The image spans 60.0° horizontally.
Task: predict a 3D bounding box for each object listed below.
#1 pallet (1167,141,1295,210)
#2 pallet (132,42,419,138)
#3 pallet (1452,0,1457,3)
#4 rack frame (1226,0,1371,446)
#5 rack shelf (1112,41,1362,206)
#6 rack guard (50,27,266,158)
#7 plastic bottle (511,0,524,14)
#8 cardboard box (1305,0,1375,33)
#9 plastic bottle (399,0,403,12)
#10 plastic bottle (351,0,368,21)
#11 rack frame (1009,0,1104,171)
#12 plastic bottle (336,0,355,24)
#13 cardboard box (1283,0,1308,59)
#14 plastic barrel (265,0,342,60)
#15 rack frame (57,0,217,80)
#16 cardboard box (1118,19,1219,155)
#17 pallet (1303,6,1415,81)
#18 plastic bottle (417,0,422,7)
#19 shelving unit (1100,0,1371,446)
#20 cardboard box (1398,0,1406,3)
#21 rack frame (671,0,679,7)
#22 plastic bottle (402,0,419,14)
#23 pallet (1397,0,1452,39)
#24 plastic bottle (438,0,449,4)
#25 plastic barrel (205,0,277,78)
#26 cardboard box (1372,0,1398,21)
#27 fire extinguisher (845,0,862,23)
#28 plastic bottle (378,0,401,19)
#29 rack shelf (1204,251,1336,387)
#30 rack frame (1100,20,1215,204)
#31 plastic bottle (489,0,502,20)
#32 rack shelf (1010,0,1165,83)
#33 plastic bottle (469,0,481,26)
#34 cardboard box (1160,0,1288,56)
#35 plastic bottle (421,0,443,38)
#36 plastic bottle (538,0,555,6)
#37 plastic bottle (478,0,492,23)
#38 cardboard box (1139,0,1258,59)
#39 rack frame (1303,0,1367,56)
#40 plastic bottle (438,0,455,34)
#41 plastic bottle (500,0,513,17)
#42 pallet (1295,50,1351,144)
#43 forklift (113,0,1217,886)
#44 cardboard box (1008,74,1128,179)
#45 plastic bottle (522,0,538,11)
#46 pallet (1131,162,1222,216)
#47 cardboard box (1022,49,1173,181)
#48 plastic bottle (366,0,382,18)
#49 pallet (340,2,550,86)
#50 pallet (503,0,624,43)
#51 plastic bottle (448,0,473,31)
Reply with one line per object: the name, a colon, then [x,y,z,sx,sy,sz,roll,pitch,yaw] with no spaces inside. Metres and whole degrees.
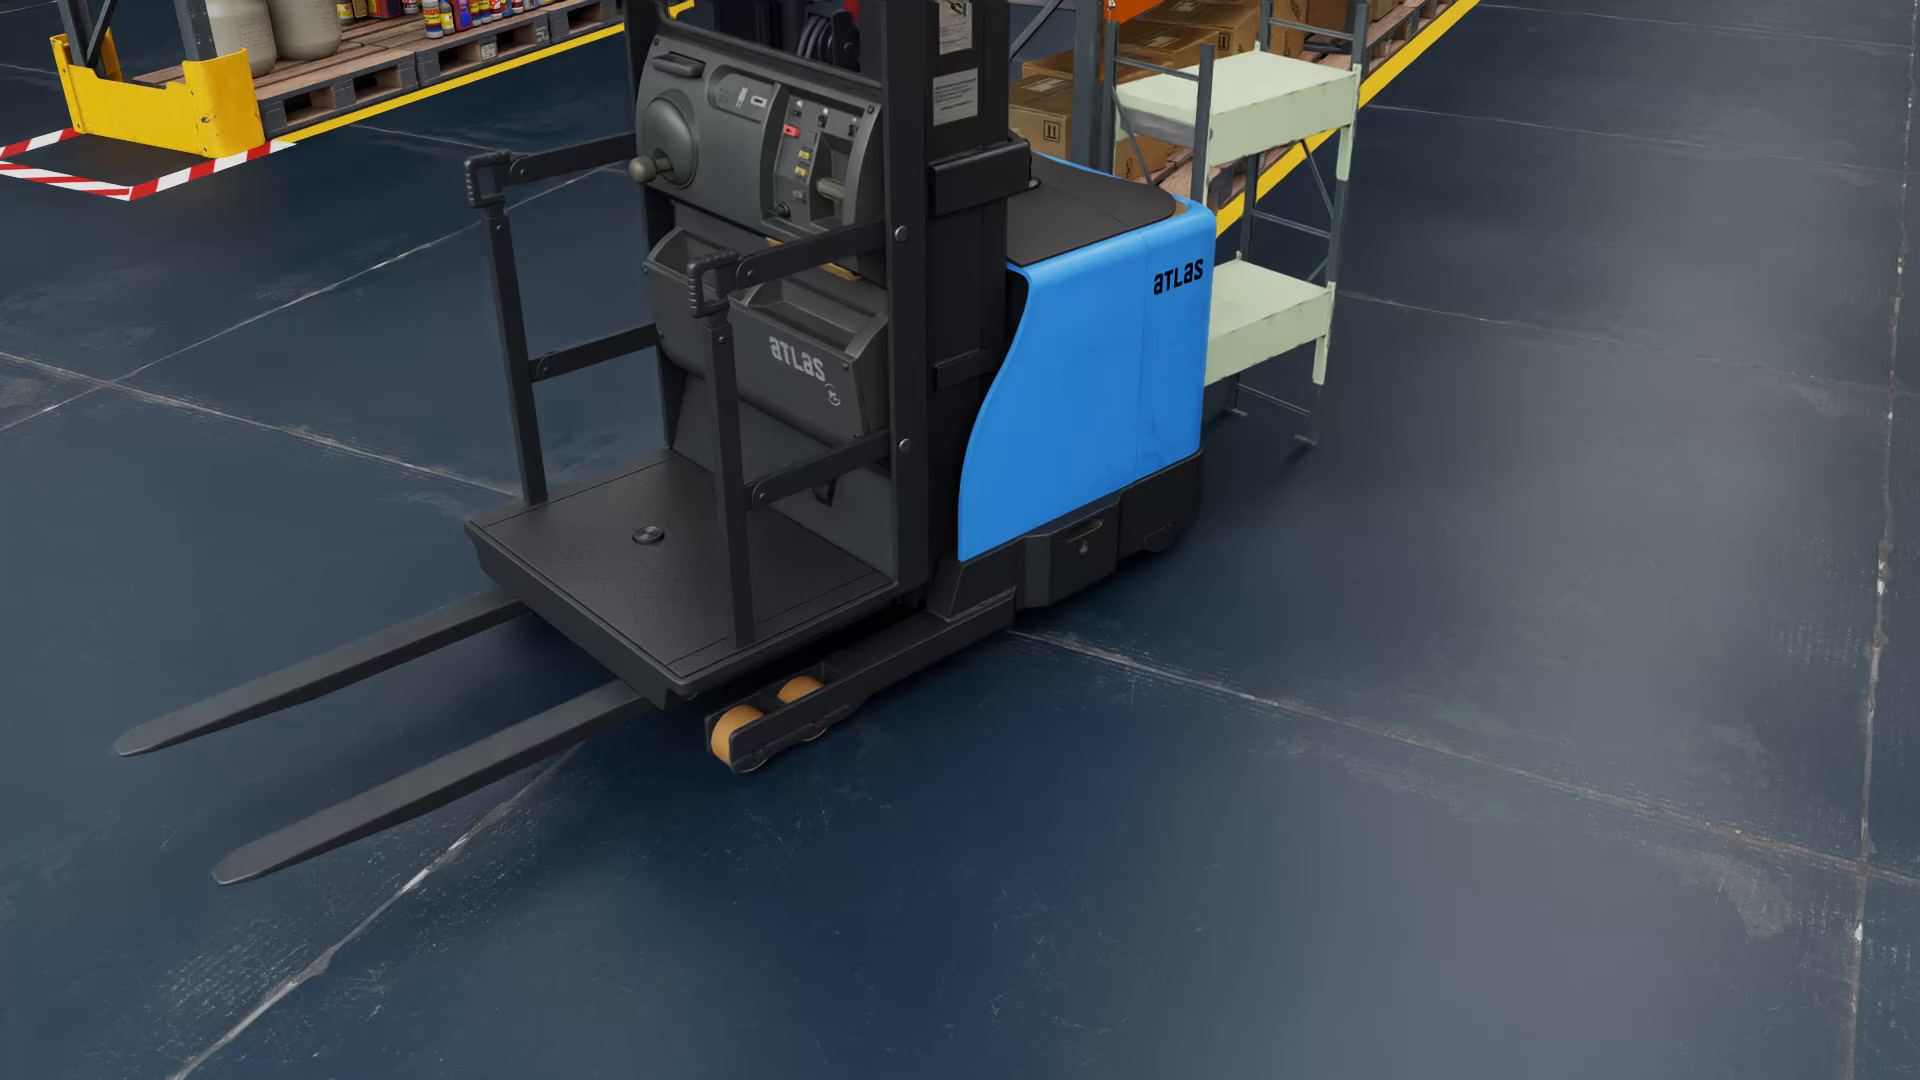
pallet: [1.086,-2.054,8.614,1.003,0.211,1.213,14,33,23]
pallet: [-3.949,-2.656,9.663,1.003,0.211,1.213,14,33,23]
pallet: [3.380,-4.329,12.577,1.003,0.211,1.213,14,33,23]
rack frame: [1.114,-1.056,5.583,0.023,1.500,0.400,-24,38,-36]
rack shelf: [0.843,-1.272,5.175,0.720,0.370,0.431,-24,38,-36]
rack guard: [-4.324,-2.422,8.966,1.175,0.500,0.348,14,33,23]
plastic bottle: [-2.873,-3.503,10.707,0.097,0.201,0.097,0,30,0]
cardboard box: [2.214,-3.486,10.376,0.700,0.500,0.500,12,32,20]
plastic bottle: [-3.668,-3.552,10.717,0.152,0.276,0.135,13,32,22]
plastic bottle: [-3.833,-3.444,10.521,0.061,0.283,0.133,15,33,24]
rack frame: [0.093,-2.338,6.310,1.000,3.000,0.127,14,33,23]
plastic bottle: [-3.870,-3.353,10.444,0.097,0.201,0.097,0,30,0]
cardboard box: [1.697,-3.041,9.622,0.500,0.500,0.500,13,32,22]
plastic barrel: [-3.856,-3.096,9.706,0.421,0.512,0.421,0,30,0]
rack frame: [-4.317,-3.462,8.266,1.000,3.000,0.127,14,33,23]
cardboard box: [0.936,-2.255,8.254,0.500,0.500,0.500,18,34,28]
pallet: [2.268,-3.248,10.693,1.003,0.211,1.213,14,33,23]
plastic bottle: [-3.596,-3.659,10.828,0.144,0.351,0.185,16,33,25]
shelving unit: [0.843,-0.933,5.369,0.755,1.500,0.431,-24,38,-36]
cardboard box: [2.702,-3.941,11.169,0.700,0.500,0.500,11,32,19]
rack frame: [-2.494,-5.235,11.354,1.000,3.000,0.127,14,33,23]
plastic bottle: [-3.548,-3.500,10.700,0.097,0.201,0.097,0,30,0]
pallet: [2.823,-3.791,11.639,1.003,0.211,1.213,14,33,23]
plastic bottle: [-3.368,-3.686,10.951,0.152,0.276,0.135,14,33,23]
plastic barrel: [-4.085,-2.874,9.319,0.421,0.512,0.421,0,30,0]
cardboard box: [2.448,-3.693,10.737,0.700,0.500,0.500,14,33,23]
fire extinguisher: [-0.370,-2.358,6.423,0.296,0.674,0.183,14,33,23]
plastic bottle: [-3.636,-3.470,10.566,0.061,0.283,0.133,14,33,23]
rack shelf: [0.843,-0.650,5.531,0.720,0.370,0.431,-24,38,-36]
rack frame: [0.573,-0.810,5.155,0.023,1.500,0.400,-24,38,-36]
plastic bottle: [-2.966,-3.412,10.548,0.097,0.201,0.097,0,30,0]
rack shelf: [1.004,-2.913,8.033,1.077,0.370,4.000,14,33,23]
plastic bottle: [-3.057,-3.354,10.377,0.097,0.271,0.097,0,30,0]
cardboard box: [1.443,-2.786,9.177,0.500,0.500,0.500,-26,39,-37]
plastic bottle: [-3.213,-3.202,10.113,0.097,0.271,0.097,0,30,0]
plastic bottle: [-2.766,-3.698,10.896,0.144,0.351,0.185,14,33,23]
plastic bottle: [-3.011,-3.399,10.454,0.097,0.271,0.097,0,30,0]
cardboard box: [1.230,-2.493,8.667,0.500,0.500,0.500,11,32,19]
rack frame: [1.915,-4.111,9.397,1.000,3.000,0.127,14,33,23]
plastic bottle: [-3.166,-3.218,10.210,0.097,0.201,0.097,0,30,0]
plastic bottle: [-2.919,-3.489,10.611,0.097,0.271,0.097,0,30,0]
pallet: [1.640,-2.596,9.559,1.003,0.211,1.213,14,33,23]
forklift: [-0.674,-0.976,4.006,3.031,2.935,1.130,-24,38,-36]
cardboard box: [0.392,-1.709,7.303,0.500,0.500,0.500,21,36,32]
plastic bottle: [-2.843,-3.594,10.790,0.152,0.276,0.135,15,33,24]
pallet: [0.529,-1.515,7.676,1.003,0.211,1.213,14,33,23]
cardboard box: [0.634,-1.982,7.778,0.500,0.500,0.500,24,38,36]
plastic bottle: [-3.731,-3.491,10.610,0.152,0.276,0.135,15,33,24]
pallet: [-3.392,-3.195,10.601,1.003,0.211,1.213,14,33,23]
pallet: [-2.837,-3.738,11.547,1.003,0.211,1.213,14,33,23]
plastic bottle: [-3.094,-3.304,10.277,0.061,0.283,0.133,15,33,24]
